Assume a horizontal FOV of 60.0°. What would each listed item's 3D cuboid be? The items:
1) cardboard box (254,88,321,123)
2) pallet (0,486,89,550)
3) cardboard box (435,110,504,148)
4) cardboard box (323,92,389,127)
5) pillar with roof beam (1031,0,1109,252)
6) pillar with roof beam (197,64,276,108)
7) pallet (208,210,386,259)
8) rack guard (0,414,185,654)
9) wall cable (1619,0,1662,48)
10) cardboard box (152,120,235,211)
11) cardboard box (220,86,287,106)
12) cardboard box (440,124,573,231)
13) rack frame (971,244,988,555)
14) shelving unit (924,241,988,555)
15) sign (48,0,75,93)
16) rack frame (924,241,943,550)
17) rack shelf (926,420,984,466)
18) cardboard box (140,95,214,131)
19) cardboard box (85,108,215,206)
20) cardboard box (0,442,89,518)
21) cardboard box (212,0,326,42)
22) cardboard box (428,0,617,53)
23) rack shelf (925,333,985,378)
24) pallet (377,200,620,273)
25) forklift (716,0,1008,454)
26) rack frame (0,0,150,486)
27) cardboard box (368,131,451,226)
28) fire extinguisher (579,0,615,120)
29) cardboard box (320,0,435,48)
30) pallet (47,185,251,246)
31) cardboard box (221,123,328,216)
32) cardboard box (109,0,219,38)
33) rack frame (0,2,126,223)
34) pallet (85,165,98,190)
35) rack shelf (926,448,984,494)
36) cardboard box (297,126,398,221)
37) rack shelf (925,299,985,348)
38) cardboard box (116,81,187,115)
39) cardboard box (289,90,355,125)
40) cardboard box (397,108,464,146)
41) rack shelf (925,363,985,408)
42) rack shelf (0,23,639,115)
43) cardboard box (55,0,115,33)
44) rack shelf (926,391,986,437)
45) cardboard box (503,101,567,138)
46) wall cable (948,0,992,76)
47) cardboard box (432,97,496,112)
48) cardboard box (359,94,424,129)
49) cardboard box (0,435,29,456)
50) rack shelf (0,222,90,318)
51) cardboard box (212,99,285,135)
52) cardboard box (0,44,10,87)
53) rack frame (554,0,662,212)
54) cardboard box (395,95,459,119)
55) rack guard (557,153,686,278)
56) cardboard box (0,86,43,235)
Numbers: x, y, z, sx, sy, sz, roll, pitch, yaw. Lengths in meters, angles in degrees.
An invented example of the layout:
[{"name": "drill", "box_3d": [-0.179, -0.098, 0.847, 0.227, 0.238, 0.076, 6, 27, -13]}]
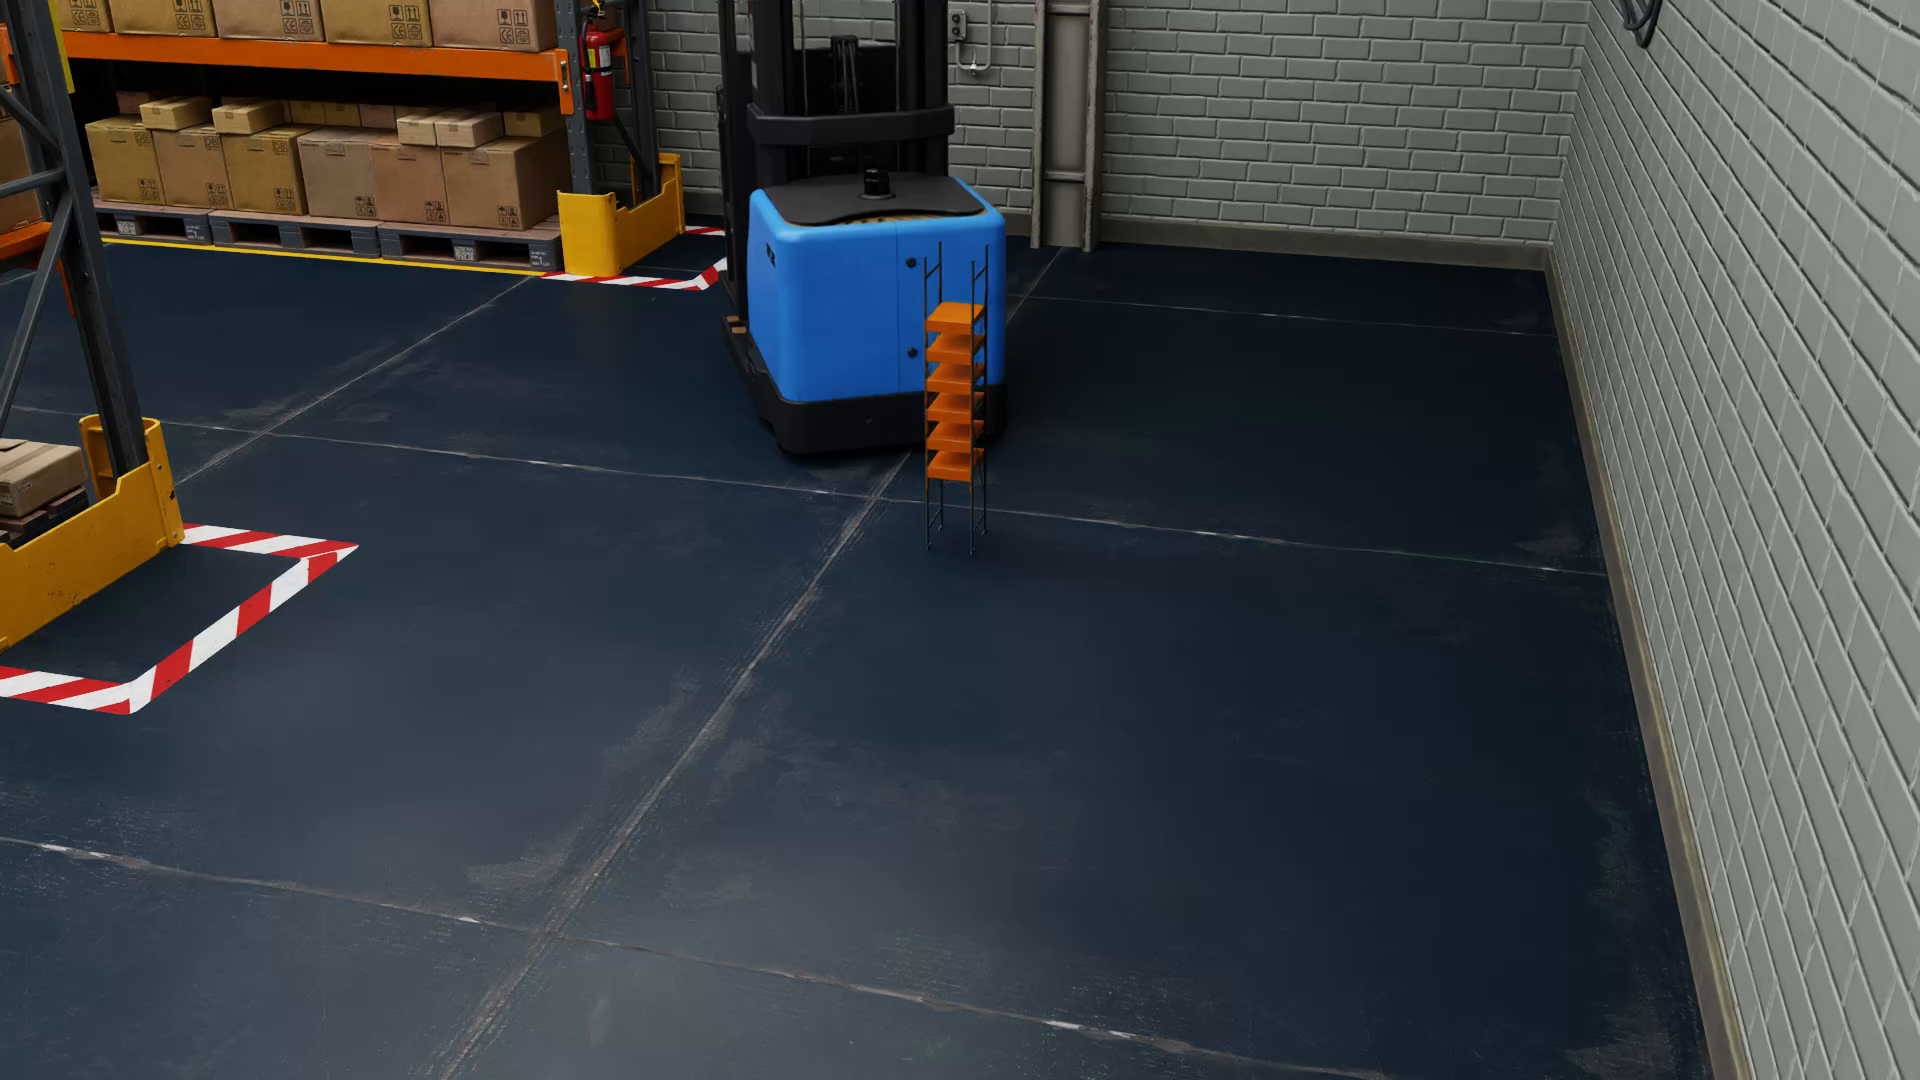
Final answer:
[{"name": "cardboard box", "box_3d": [-4.402, -2.853, 10.917, 0.250, 0.149, 0.380, 7, 26, 14]}, {"name": "pallet", "box_3d": [-4.222, 0.023, 6.457, 1.213, 0.211, 1.003, 6, 26, 13]}, {"name": "cardboard box", "box_3d": [-3.019, -2.531, 10.242, 0.250, 0.149, 0.380, 6, 26, 12]}, {"name": "cardboard box", "box_3d": [-3.907, -2.798, 10.802, 0.250, 0.149, 0.380, 7, 26, 14]}, {"name": "pillar with roof beam", "box_3d": [-0.388, -4.193, 5.090, 0.400, 9.000, 9.100, 6, 26, 13]}, {"name": "pillar with roof beam", "box_3d": [-6.199, -4.836, 6.439, 0.400, 9.000, 9.100, 6, 26, 13]}, {"name": "pallet", "box_3d": [-4.118, -2.131, 10.981, 1.213, 0.211, 1.003, 6, 26, 13]}, {"name": "rack guard", "box_3d": [-3.450, -0.023, 6.216, 0.348, 0.500, 1.175, 6, 26, 13]}, {"name": "wall cable", "box_3d": [3.242, -3.758, 7.788, 0.112, 2.526, 3.097, 6, 26, 13]}, {"name": "cardboard box", "box_3d": [-4.836, -2.517, 10.967, 0.500, 0.500, 0.700, 6, 26, 12]}, {"name": "cardboard box", "box_3d": [-4.646, -2.880, 10.974, 0.250, 0.149, 0.380, 5, 26, 11]}, {"name": "cardboard box", "box_3d": [-2.849, -2.300, 10.511, 0.500, 0.500, 0.700, 6, 26, 13]}, {"name": "rack frame", "box_3d": [0.075, -0.533, 6.475, 0.006, 1.200, 0.240, 6, 26, 13]}, {"name": "shelving unit", "box_3d": [-0.014, -0.543, 6.495, 0.189, 1.200, 0.258, 6, 26, 13]}, {"name": "sign", "box_3d": [-3.241, -1.760, 5.950, 0.005, 0.325, 0.100, 6, 26, 13]}, {"name": "rack frame", "box_3d": [-0.103, -0.553, 6.516, 0.006, 1.200, 0.240, 6, 26, 13]}, {"name": "rack shelf", "box_3d": [-0.014, -0.395, 6.566, 0.180, 0.103, 0.258, 6, 26, 13]}, {"name": "cardboard box", "box_3d": [-5.035, -2.753, 10.707, 0.250, 0.149, 0.380, 7, 26, 15]}, {"name": "cardboard box", "box_3d": [-5.322, -2.572, 11.083, 0.500, 0.500, 0.700, 7, 26, 14]}, {"name": "cardboard box", "box_3d": [-3.696, -0.243, 6.575, 0.250, 0.149, 0.380, 6, 26, 13]}, {"name": "cardboard box", "box_3d": [-4.086, -3.551, 10.369, 0.700, 0.700, 0.980, 5, 26, 10]}, {"name": "cardboard box", "box_3d": [-2.643, -3.392, 10.036, 0.700, 0.700, 0.980, 8, 26, 15]}, {"name": "rack shelf", "box_3d": [-0.014, -0.720, 6.411, 0.180, 0.103, 0.258, 6, 26, 13]}, {"name": "pallet", "box_3d": [-2.940, -2.000, 10.705, 1.213, 0.211, 1.003, 6, 26, 13]}, {"name": "forklift", "box_3d": [-0.660, -2.318, 8.208, 1.130, 2.935, 3.031, -7, 26, -14]}, {"name": "rack frame", "box_3d": [-3.376, -1.143, 5.662, 0.127, 3.000, 1.000, 6, 26, 13]}, {"name": "cardboard box", "box_3d": [-3.334, -2.354, 10.624, 0.500, 0.500, 0.700, 6, 26, 13]}, {"name": "fire extinguisher", "box_3d": [-2.115, -2.794, 9.654, 0.183, 0.674, 0.296, 6, 26, 13]}, {"name": "cardboard box", "box_3d": [-3.350, -3.465, 10.190, 0.700, 0.700, 0.980, 6, 26, 13]}, {"name": "pallet", "box_3d": [-5.303, -2.261, 11.254, 1.213, 0.211, 1.003, 6, 26, 13]}, {"name": "cardboard box", "box_3d": [-4.339, -2.461, 10.850, 0.500, 0.500, 0.700, 7, 26, 14]}, {"name": "cardboard box", "box_3d": [-4.793, -3.624, 10.524, 0.700, 0.700, 0.980, 6, 26, 12]}, {"name": "rack frame", "box_3d": [-6.020, -3.634, 10.894, 0.127, 3.000, 1.000, 6, 26, 13]}, {"name": "pallet", "box_3d": [-6.786, -2.426, 11.601, 1.213, 0.211, 1.003, 6, 26, 13]}, {"name": "rack shelf", "box_3d": [-0.014, -0.286, 6.618, 0.180, 0.103, 0.258, 6, 26, 13]}, {"name": "cardboard box", "box_3d": [-3.821, -2.407, 10.736, 0.500, 0.500, 0.700, 5, 26, 11]}, {"name": "rack shelf", "box_3d": [-0.014, -0.828, 6.360, 0.180, 0.103, 0.258, 6, 26, 13]}, {"name": "cardboard box", "box_3d": [-5.413, -2.964, 11.150, 0.250, 0.149, 0.380, 6, 26, 13]}, {"name": "cardboard box", "box_3d": [-4.152, -2.825, 10.860, 0.250, 0.149, 0.380, 6, 26, 12]}, {"name": "cardboard box", "box_3d": [-3.267, -2.558, 10.298, 0.250, 0.149, 0.380, 7, 26, 14]}, {"name": "rack shelf", "box_3d": [-0.014, -0.612, 6.463, 0.180, 0.103, 0.258, 6, 26, 13]}, {"name": "rack shelf", "box_3d": [-4.083, -3.095, 10.599, 4.000, 0.370, 1.077, 6, 26, 13]}, {"name": "cardboard box", "box_3d": [-5.499, -3.705, 10.693, 0.700, 0.700, 0.980, 7, 26, 14]}, {"name": "rack shelf", "box_3d": [-0.014, -0.503, 6.514, 0.180, 0.103, 0.258, 6, 26, 13]}, {"name": "cardboard box", "box_3d": [-2.678, -2.663, 10.519, 0.250, 0.149, 0.380, 6, 26, 13]}, {"name": "wall cable", "box_3d": [-0.671, -3.921, 10.315, 1.851, 1.984, 0.084, 6, 26, 13]}, {"name": "cardboard box", "box_3d": [-3.169, -2.717, 10.632, 0.250, 0.149, 0.380, 6, 26, 13]}, {"name": "cardboard box", "box_3d": [-3.658, -2.771, 10.745, 0.250, 0.149, 0.380, 7, 26, 14]}, {"name": "cardboard box", "box_3d": [-3.939, -0.277, 6.627, 0.250, 0.166, 0.380, 6, 26, 13]}, {"name": "rack shelf", "box_3d": [-5.313, -1.033, 6.266, 4.000, 0.370, 1.077, 6, 26, 13]}, {"name": "cardboard box", "box_3d": [-4.530, -2.697, 10.590, 0.250, 0.149, 0.380, 6, 26, 12]}, {"name": "cardboard box", "box_3d": [-3.741, -1.797, 5.756, 0.500, 0.500, 0.500, 7, 26, 15]}, {"name": "rack frame", "box_3d": [-2.146, -3.206, 9.994, 0.127, 3.000, 1.000, 6, 26, 13]}, {"name": "cardboard box", "box_3d": [-3.411, -2.744, 10.689, 0.250, 0.149, 0.380, 7, 26, 13]}, {"name": "rack guard", "box_3d": [-2.123, -2.075, 10.526, 0.348, 0.500, 1.175, 6, 26, 13]}, {"name": "cardboard box", "box_3d": [-3.741, -1.346, 5.971, 0.500, 0.500, 0.500, 7, 26, 14]}]
